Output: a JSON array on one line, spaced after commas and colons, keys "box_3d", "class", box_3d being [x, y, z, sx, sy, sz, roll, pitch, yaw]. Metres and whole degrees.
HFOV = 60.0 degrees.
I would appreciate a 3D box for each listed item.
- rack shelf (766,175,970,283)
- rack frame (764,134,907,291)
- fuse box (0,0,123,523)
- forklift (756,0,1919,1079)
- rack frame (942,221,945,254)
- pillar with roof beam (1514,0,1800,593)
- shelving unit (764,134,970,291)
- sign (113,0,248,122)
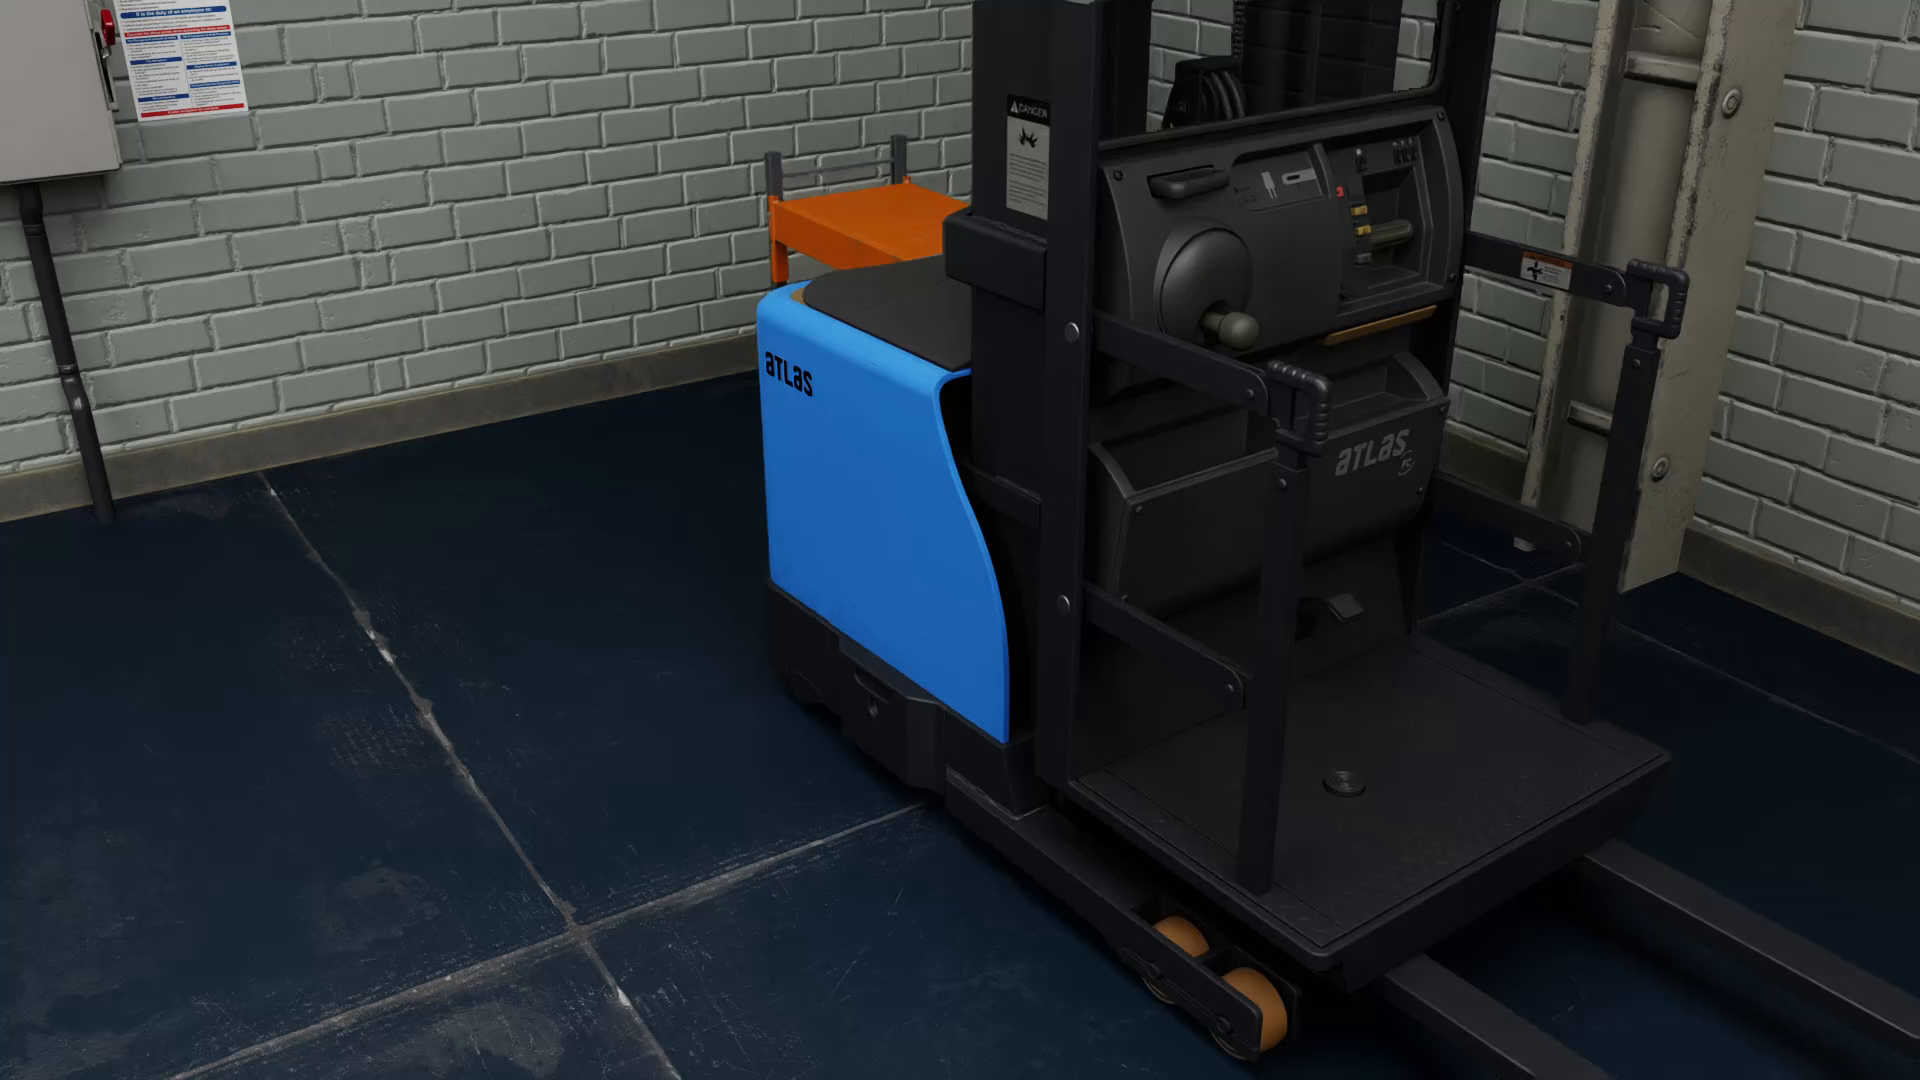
[{"box_3d": [-0.111, -0.835, 5.016, 0.538, 0.278, 1.000, -16, 30, -30], "class": "rack shelf"}, {"box_3d": [-0.392, -0.751, 5.524, 0.500, 1.125, 0.032, -16, 30, -30], "class": "rack frame"}, {"box_3d": [-2.729, -0.839, 5.022, 0.539, 1.711, 0.414, -16, 29, -30], "class": "fuse box"}, {"box_3d": [0.774, -0.579, 3.042, 1.130, 2.935, 3.031, -18, 31, -33], "class": "forklift"}, {"box_3d": [0.169, -0.389, 4.757, 0.500, 1.125, 0.032, -16, 30, -30], "class": "rack frame"}, {"box_3d": [-1.638, -3.015, 1.095, 9.100, 9.000, 0.400, -16, 29, -30], "class": "pillar with roof beam"}, {"box_3d": [-0.111, -0.570, 5.141, 0.538, 1.125, 1.048, -16, 30, -30], "class": "shelving unit"}, {"box_3d": [-2.429, -1.567, 5.168, 0.329, 0.494, 0.001, -16, 29, -30], "class": "sign"}]
